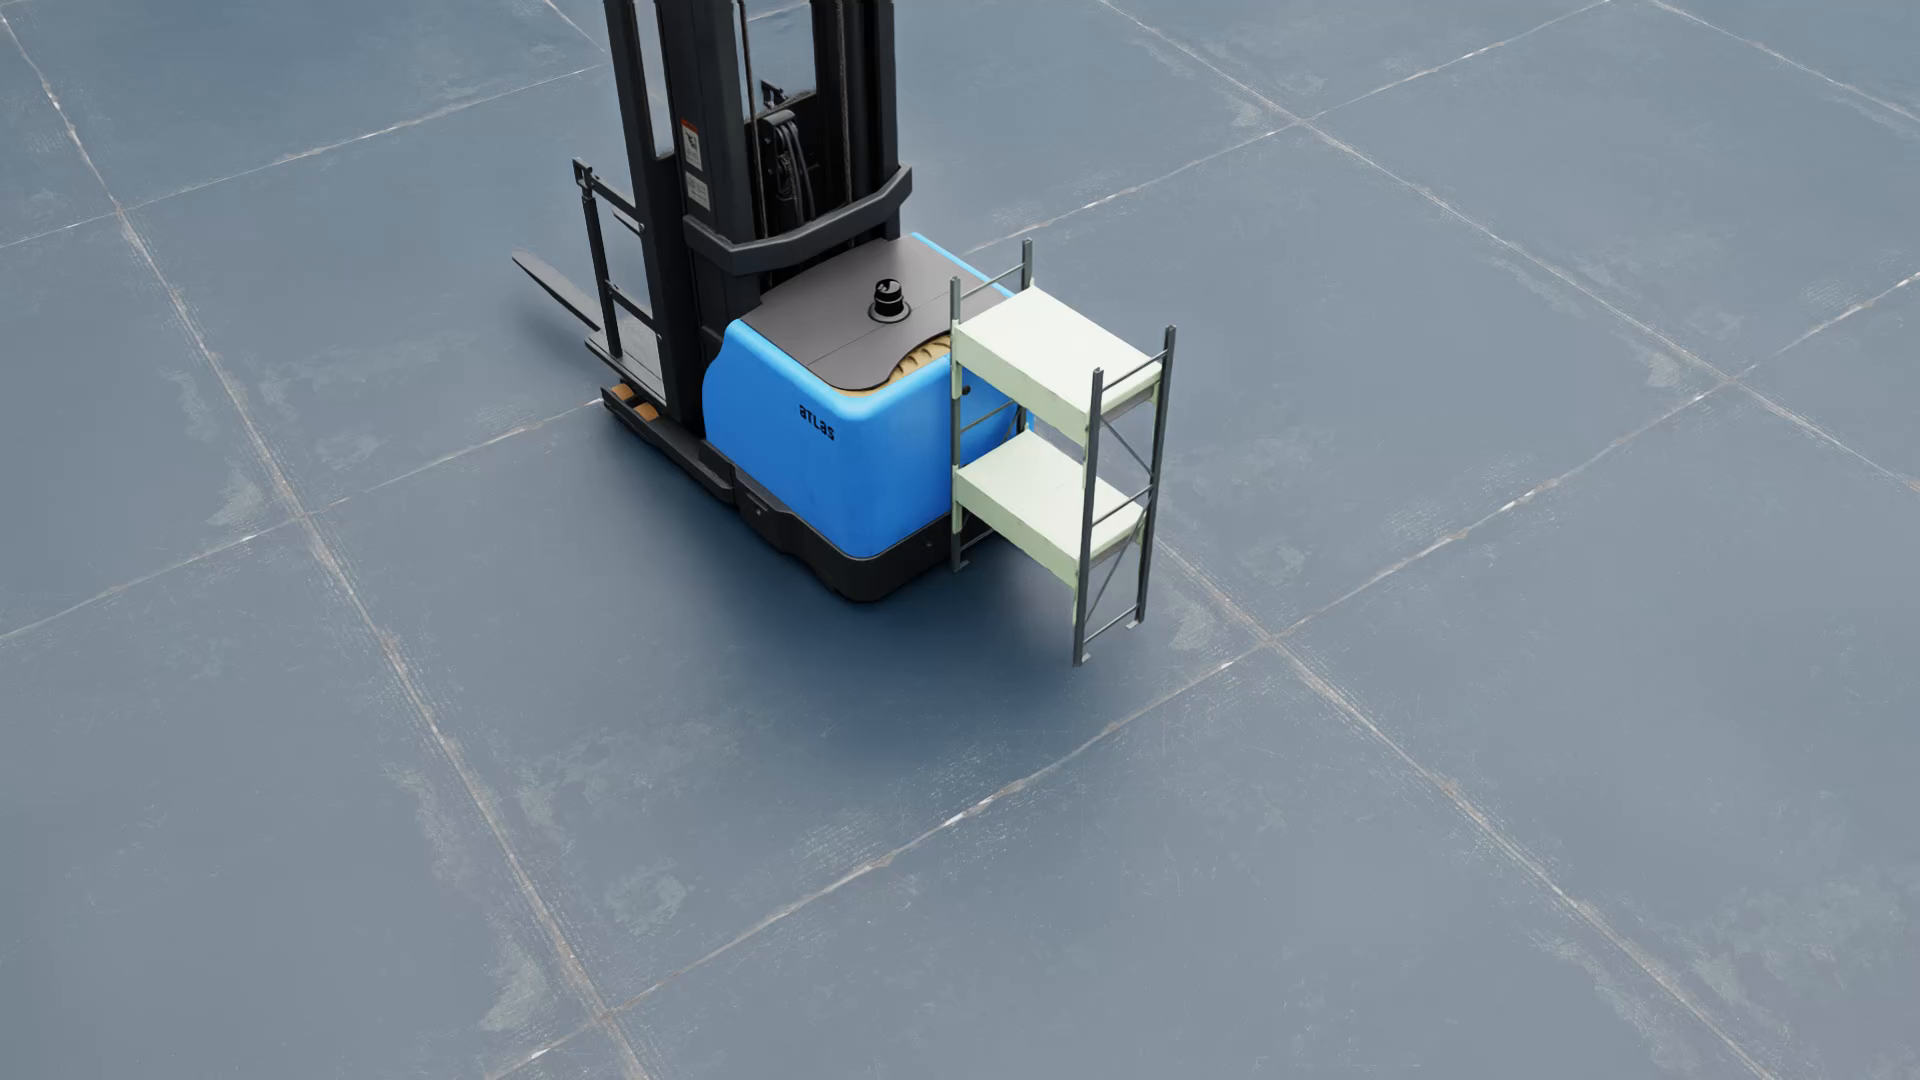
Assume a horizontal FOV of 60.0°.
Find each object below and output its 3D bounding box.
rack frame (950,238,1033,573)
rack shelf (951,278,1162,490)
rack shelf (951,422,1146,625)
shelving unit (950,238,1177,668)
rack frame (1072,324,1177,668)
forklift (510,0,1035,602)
[{"bbox_3d":[0.118,-0.499,6.678,0.400,1.500,0.023,-32,52,-29],"label":"rack frame"},{"bbox_3d":[0.363,-0.594,6.211,0.431,0.370,0.720,-32,52,-29],"label":"rack shelf"},{"bbox_3d":[0.363,-0.075,6.706,0.431,0.370,0.720,-32,52,-29],"label":"rack shelf"},{"bbox_3d":[0.363,-0.311,6.481,0.431,1.500,0.755,-32,52,-29],"label":"shelving unit"},{"bbox_3d":[0.608,-0.123,6.284,0.400,1.500,0.023,-32,52,-29],"label":"rack frame"},{"bbox_3d":[-1.027,-1.741,6.942,1.130,2.935,3.031,-32,52,-29],"label":"forklift"}]
